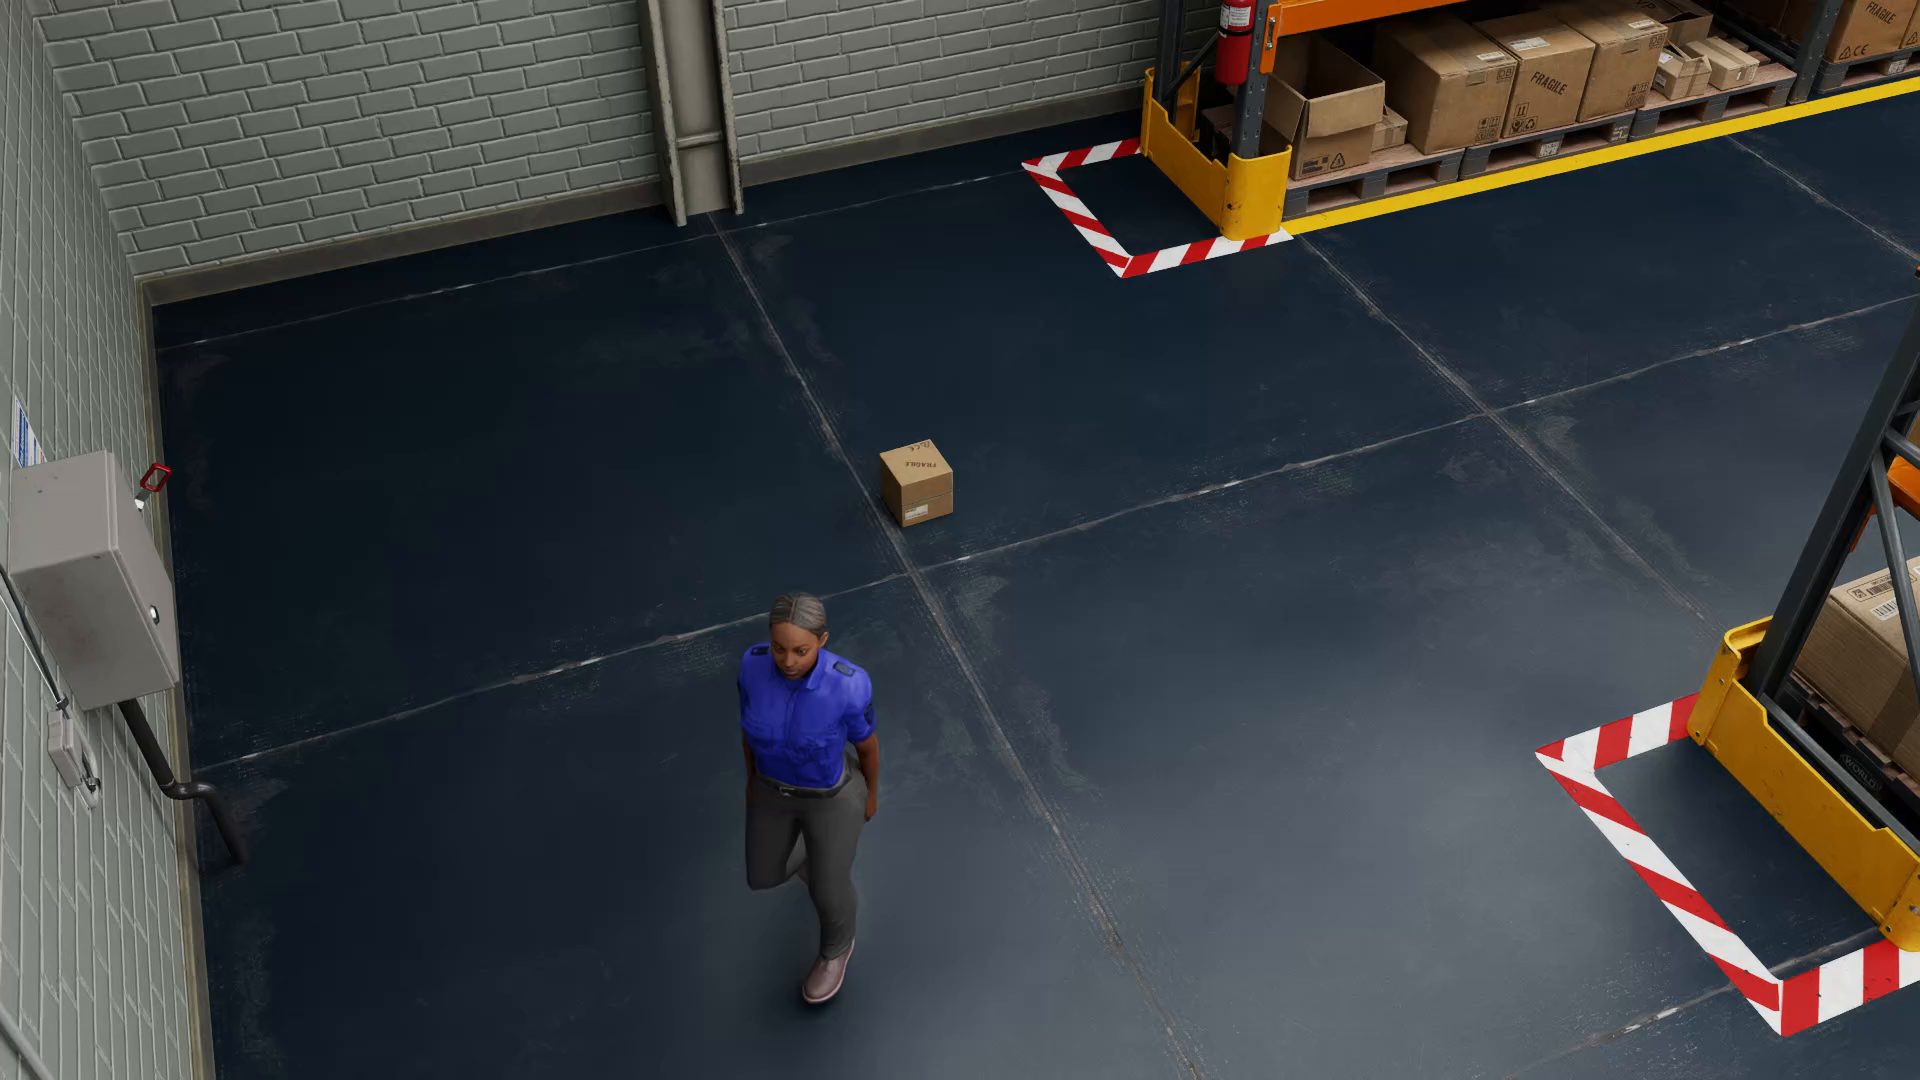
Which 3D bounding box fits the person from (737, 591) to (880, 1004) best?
[{"bbox_3d":[-0.465,0.763,5.281,0.442,1.640,0.592,12,43,13],"label":"person"}]
